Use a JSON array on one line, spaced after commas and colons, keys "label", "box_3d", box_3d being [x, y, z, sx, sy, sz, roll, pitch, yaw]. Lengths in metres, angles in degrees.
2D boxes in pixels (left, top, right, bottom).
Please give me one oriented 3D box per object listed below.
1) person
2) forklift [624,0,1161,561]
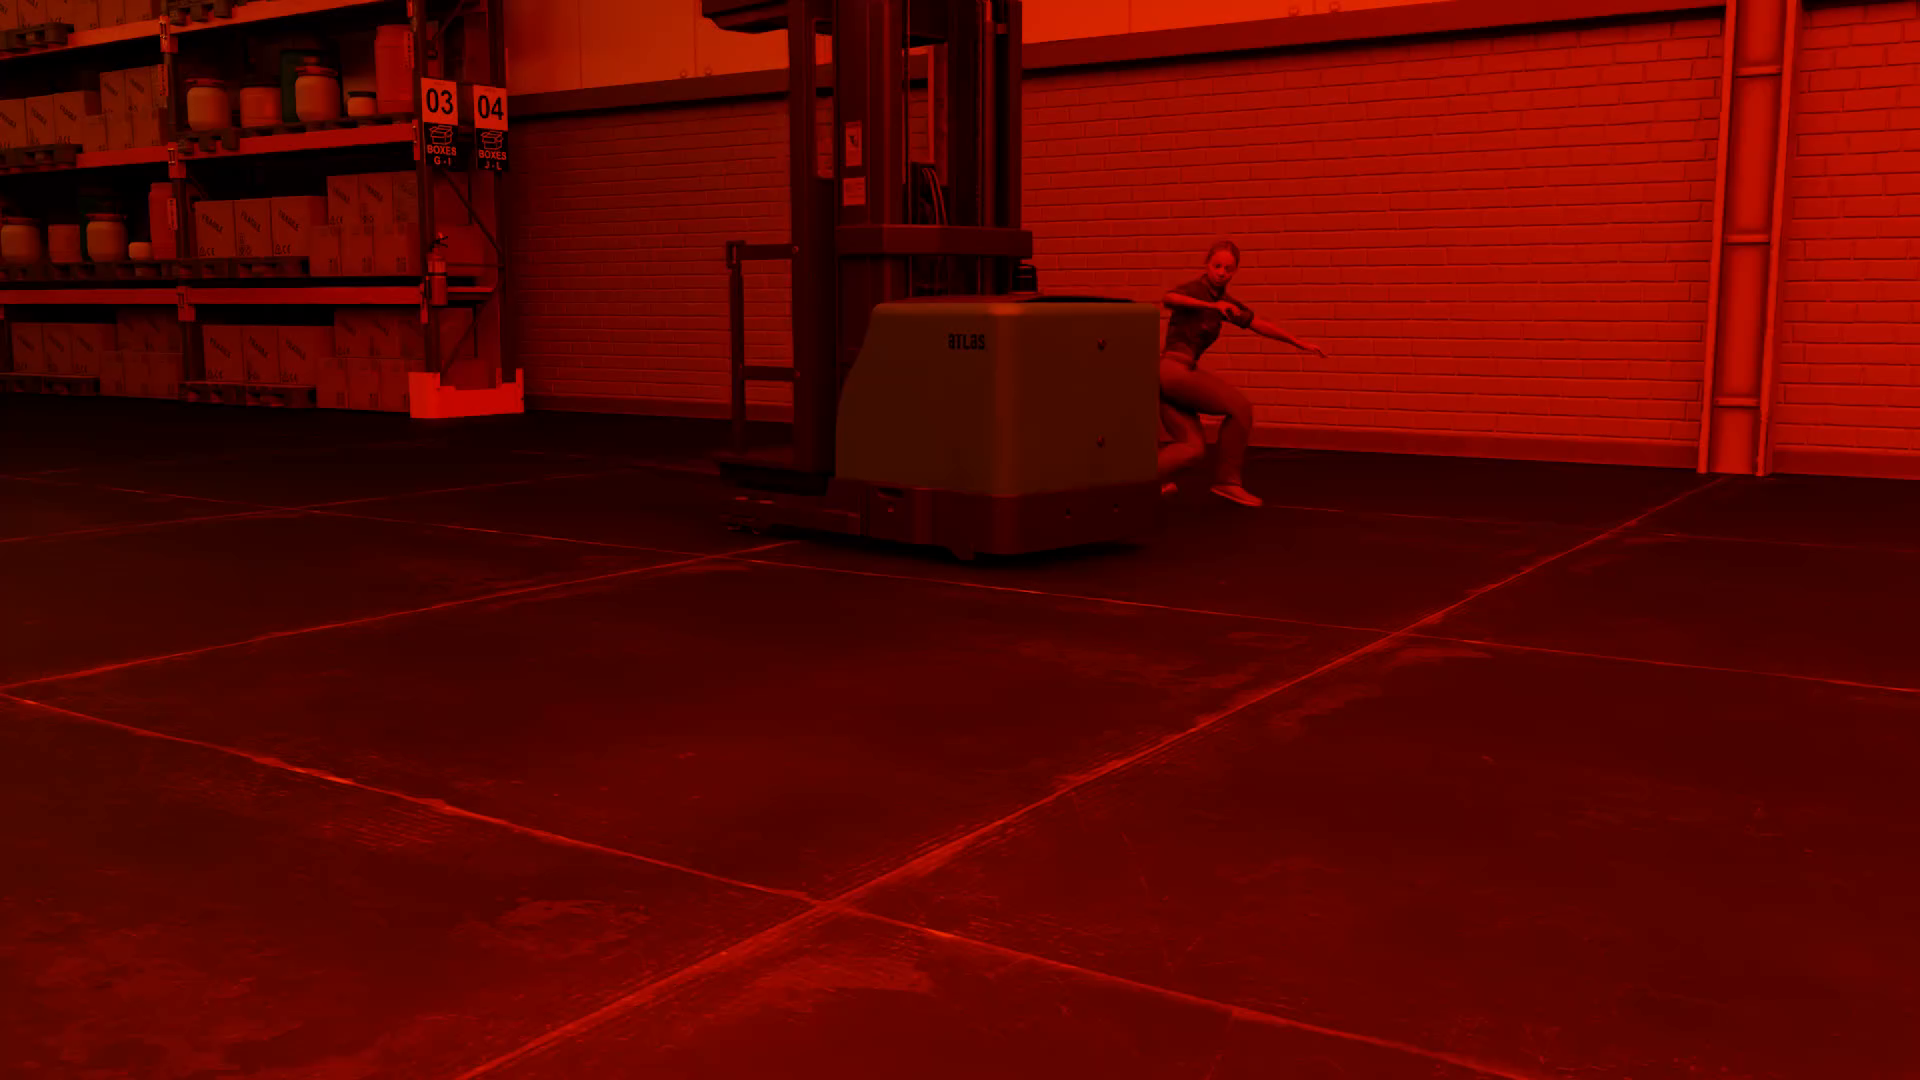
[{"label": "person", "box_3d": [1.400, -0.848, 8.638, 1.068, 1.406, 0.795, 0, 8, -1]}, {"label": "forklift", "box_3d": [-0.503, -1.518, 7.866, 1.130, 2.935, 3.031, -8, 11, -44]}]
